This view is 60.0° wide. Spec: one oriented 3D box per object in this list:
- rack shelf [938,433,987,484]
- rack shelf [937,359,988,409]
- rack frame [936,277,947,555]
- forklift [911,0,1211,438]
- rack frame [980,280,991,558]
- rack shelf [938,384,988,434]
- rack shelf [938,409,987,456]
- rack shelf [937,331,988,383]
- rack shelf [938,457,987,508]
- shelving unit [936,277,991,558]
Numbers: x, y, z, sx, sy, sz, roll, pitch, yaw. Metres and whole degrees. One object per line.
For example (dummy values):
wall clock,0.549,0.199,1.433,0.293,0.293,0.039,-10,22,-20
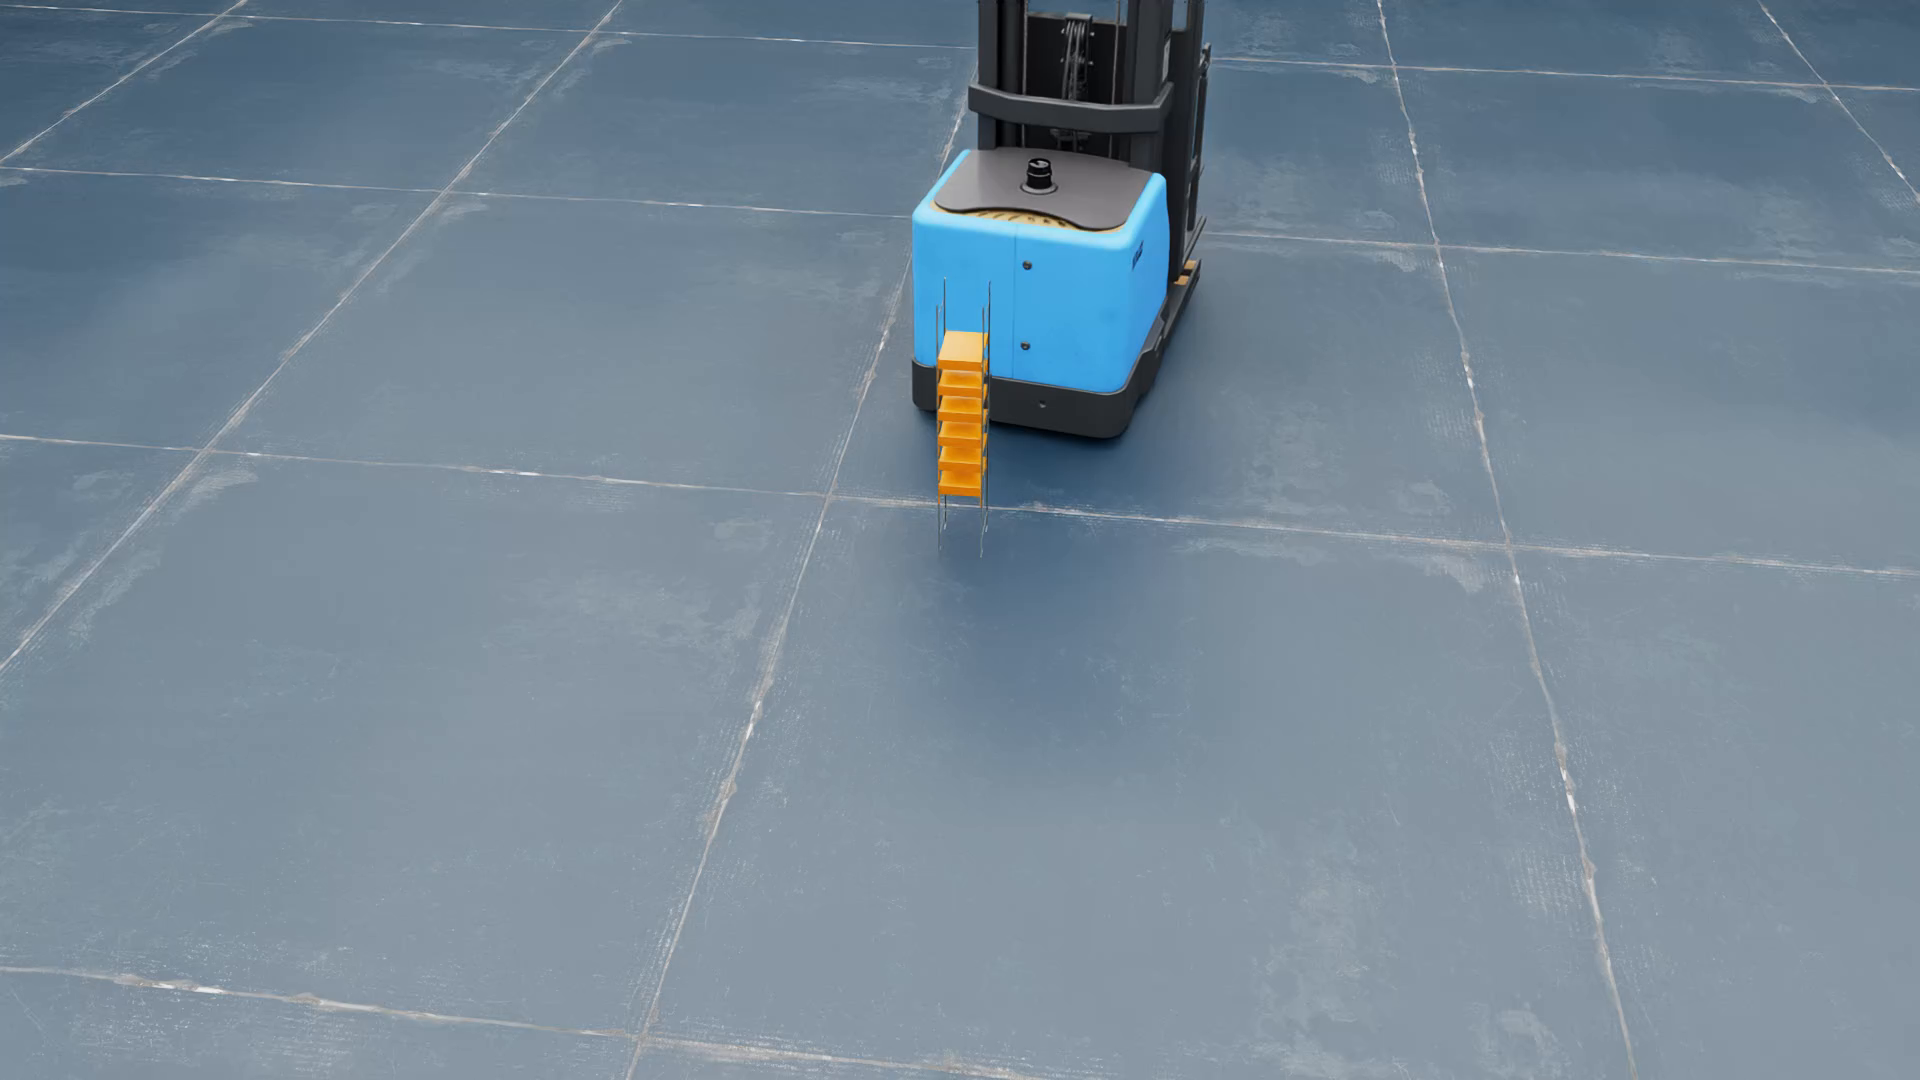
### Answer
rack shelf,0.014,-0.353,6.995,0.180,0.103,0.258,4,36,6
rack shelf,0.014,-0.646,6.786,0.180,0.103,0.258,4,36,6
rack frame,-0.076,-0.494,6.909,0.006,1.200,0.240,4,36,6
forklift,0.697,-2.525,8.265,1.130,2.935,3.031,10,37,14
rack frame,0.105,-0.481,6.890,0.006,1.200,0.240,4,36,6
rack shelf,0.014,-0.549,6.856,0.180,0.103,0.258,4,36,6
rack shelf,0.014,-0.451,6.926,0.180,0.103,0.258,4,36,6
rack shelf,0.014,-0.744,6.717,0.180,0.103,0.258,4,36,6
rack shelf,0.014,-0.256,7.065,0.180,0.103,0.258,4,36,6
shelving unit,0.014,-0.487,6.900,0.189,1.200,0.258,4,36,6
